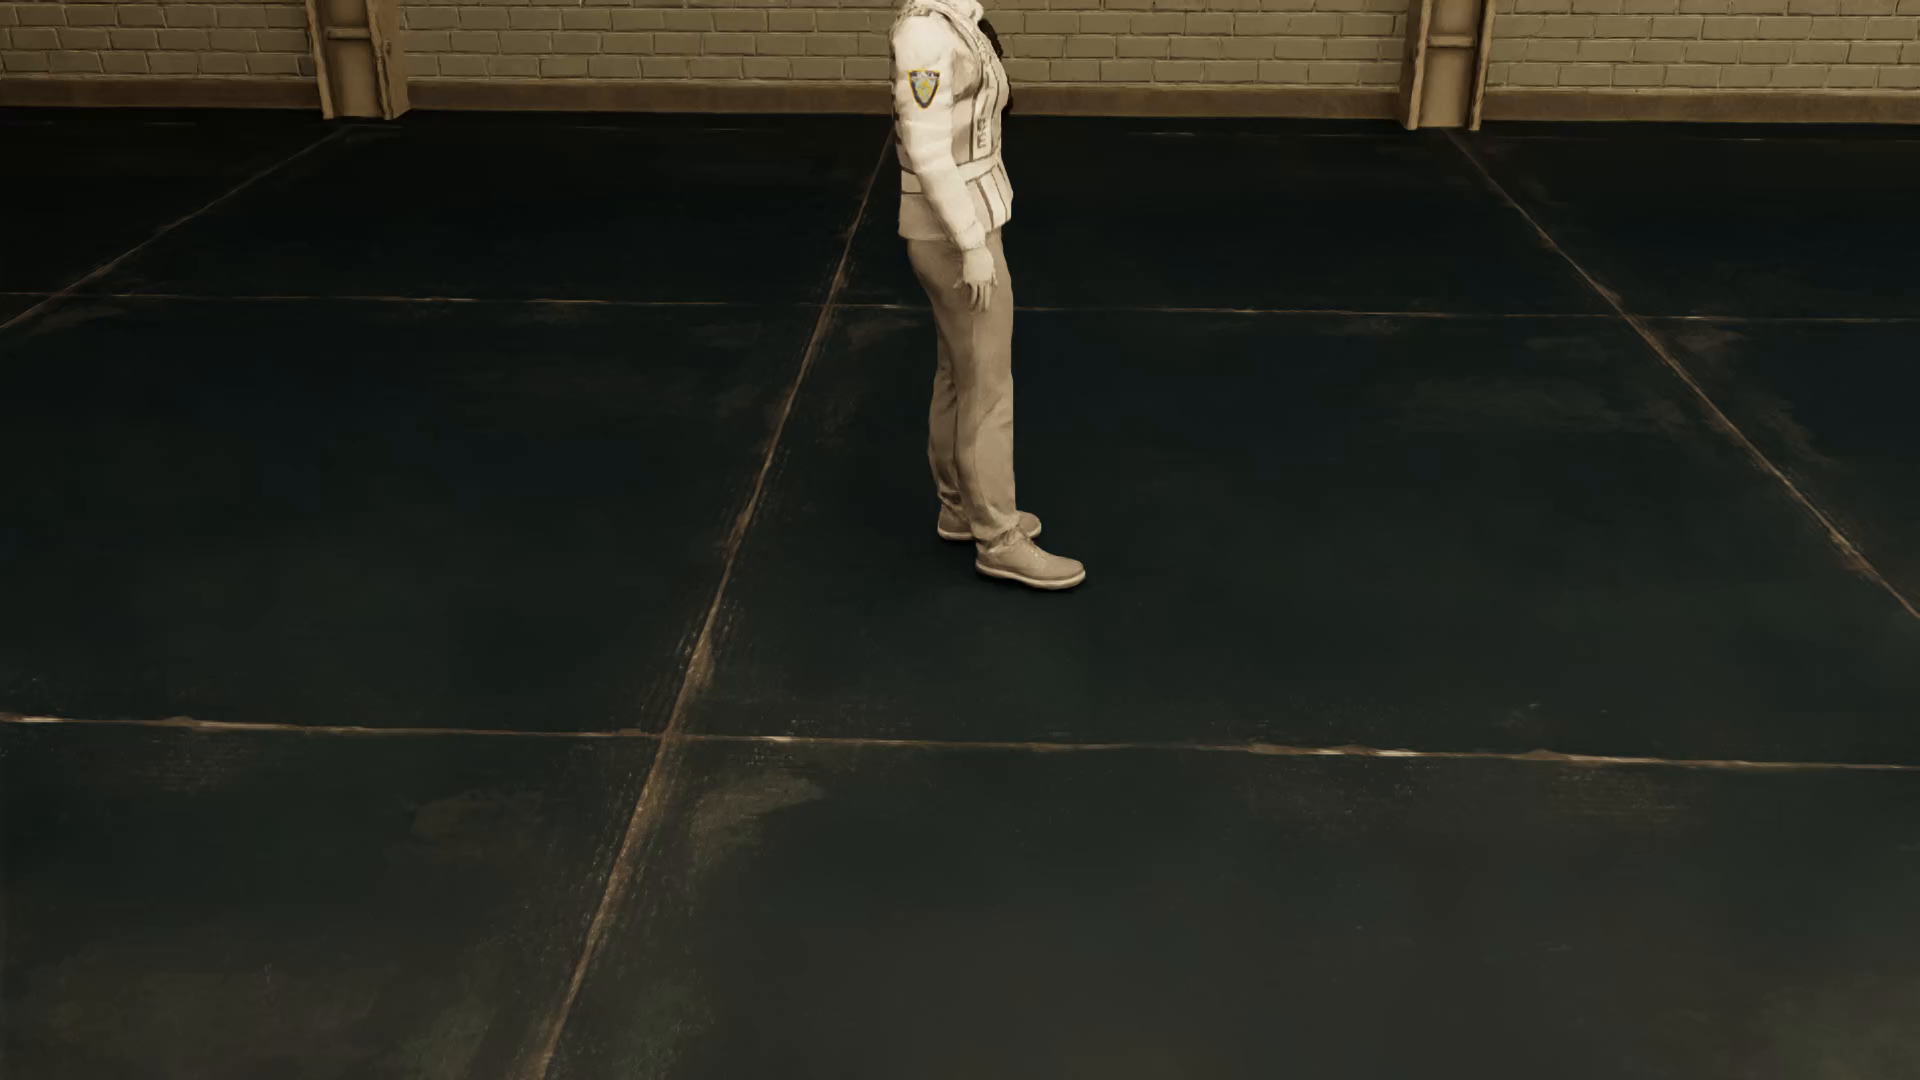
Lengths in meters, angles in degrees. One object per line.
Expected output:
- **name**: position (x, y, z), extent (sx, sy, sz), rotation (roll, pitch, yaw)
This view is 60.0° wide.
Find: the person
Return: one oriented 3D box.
- **person**: position (0.067, -0.762, 4.134), extent (0.532, 1.695, 0.586), rotation (1, 26, 2)
